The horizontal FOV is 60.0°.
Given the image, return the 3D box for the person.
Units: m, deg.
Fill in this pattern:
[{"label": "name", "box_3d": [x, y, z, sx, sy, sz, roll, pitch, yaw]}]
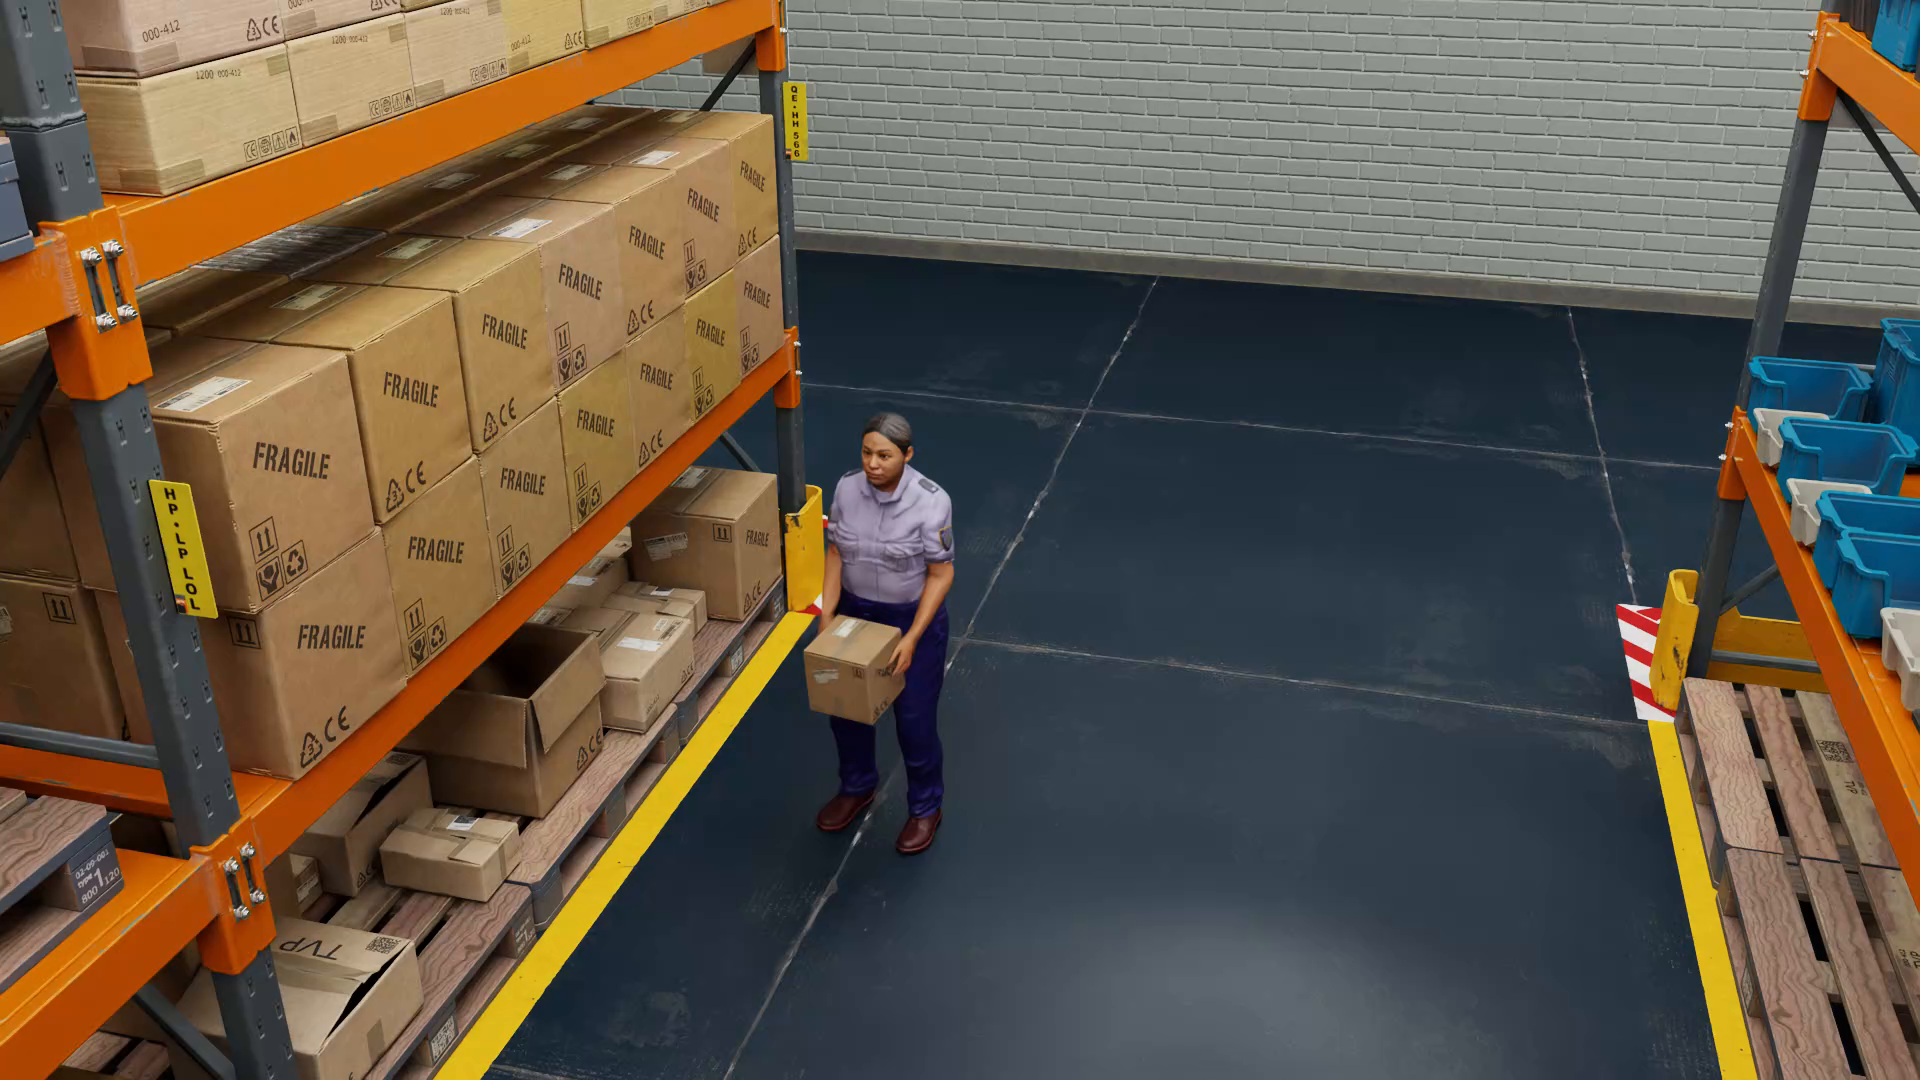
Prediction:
[{"label": "person", "box_3d": [-0.271, 0.327, 5.928, 0.506, 1.656, 0.424, 12, 28, 23]}]
